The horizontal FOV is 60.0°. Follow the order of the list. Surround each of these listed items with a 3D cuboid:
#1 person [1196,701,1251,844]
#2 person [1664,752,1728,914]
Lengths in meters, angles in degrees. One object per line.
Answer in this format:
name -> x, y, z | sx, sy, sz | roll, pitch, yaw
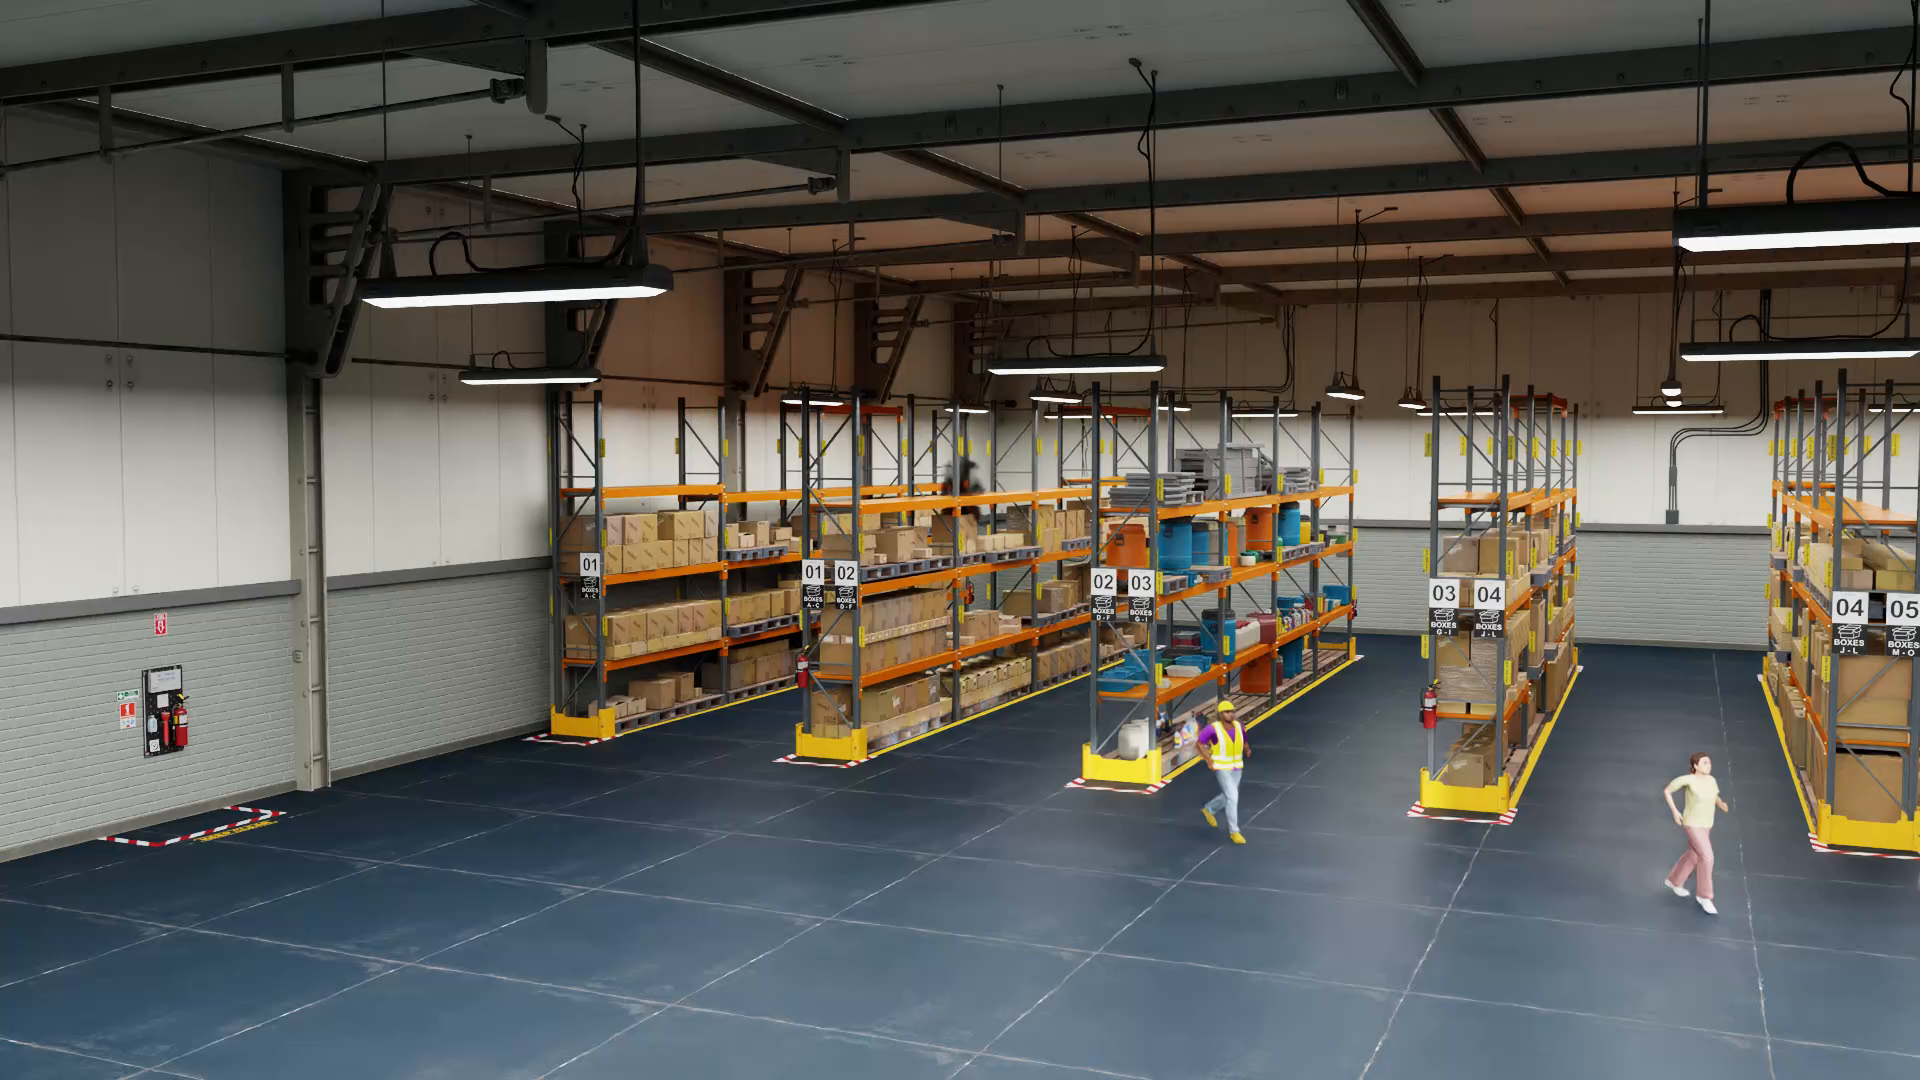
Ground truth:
person -> 3.425, 2.941, 21.372 | 0.686, 1.774, 0.895 | -2, 4, -28
person -> 8.065, 3.165, 18.231 | 0.564, 1.709, 0.775 | -2, 4, -26
